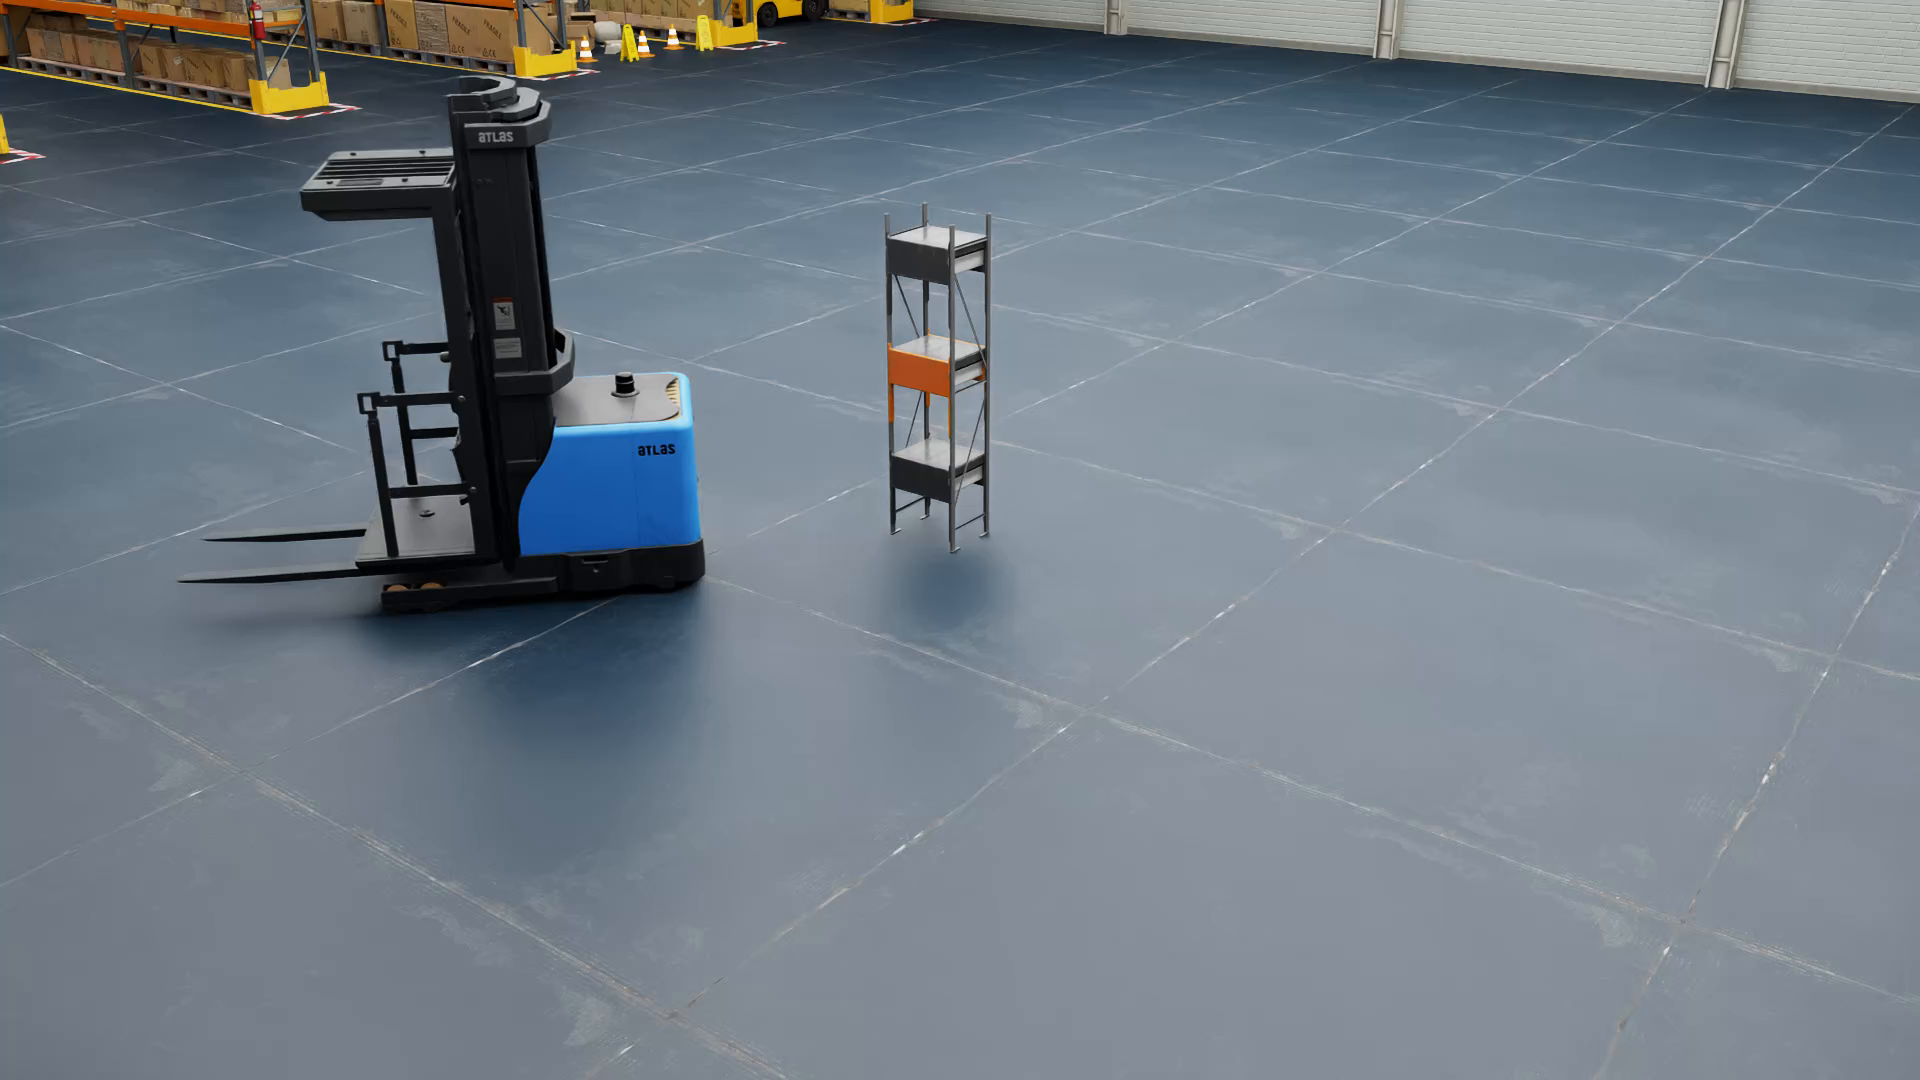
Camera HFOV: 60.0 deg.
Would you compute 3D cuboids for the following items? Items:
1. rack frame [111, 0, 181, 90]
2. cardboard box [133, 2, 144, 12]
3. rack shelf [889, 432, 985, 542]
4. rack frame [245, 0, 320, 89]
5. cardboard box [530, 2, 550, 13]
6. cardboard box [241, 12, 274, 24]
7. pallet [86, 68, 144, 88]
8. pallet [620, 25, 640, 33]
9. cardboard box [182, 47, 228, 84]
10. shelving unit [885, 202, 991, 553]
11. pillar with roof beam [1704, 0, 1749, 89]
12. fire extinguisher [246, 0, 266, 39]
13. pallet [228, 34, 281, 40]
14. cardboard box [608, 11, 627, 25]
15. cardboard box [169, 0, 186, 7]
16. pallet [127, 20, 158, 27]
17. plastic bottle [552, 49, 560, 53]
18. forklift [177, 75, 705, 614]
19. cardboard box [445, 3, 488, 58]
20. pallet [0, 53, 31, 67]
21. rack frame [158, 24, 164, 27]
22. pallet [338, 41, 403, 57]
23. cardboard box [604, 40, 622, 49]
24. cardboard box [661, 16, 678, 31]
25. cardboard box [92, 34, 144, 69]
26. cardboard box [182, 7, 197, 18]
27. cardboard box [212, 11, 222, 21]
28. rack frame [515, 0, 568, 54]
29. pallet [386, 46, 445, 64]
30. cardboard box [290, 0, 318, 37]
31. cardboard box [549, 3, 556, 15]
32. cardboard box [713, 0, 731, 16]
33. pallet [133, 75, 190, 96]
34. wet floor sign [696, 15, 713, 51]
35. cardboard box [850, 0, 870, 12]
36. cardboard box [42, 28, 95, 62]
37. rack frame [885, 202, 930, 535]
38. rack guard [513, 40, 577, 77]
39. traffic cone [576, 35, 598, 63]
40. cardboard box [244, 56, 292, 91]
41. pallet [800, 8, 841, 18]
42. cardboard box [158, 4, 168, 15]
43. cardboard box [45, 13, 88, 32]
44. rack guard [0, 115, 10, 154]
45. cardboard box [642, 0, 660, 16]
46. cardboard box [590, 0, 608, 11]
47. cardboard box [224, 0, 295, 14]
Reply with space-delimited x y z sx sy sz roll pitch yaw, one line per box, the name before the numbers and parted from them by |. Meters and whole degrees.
rack frame | -13.647 -9.110 27.705 0.127 3.000 1.000 17 29 33
cardboard box | -13.247 -8.729 27.154 0.250 0.149 0.380 17 29 33
rack shelf | -0.132 -0.348 10.705 0.480 0.518 0.431 17 29 33
rack frame | -10.446 -8.142 25.510 0.127 3.000 1.000 17 29 33
cardboard box | -8.747 -10.928 33.993 0.500 0.500 0.500 17 29 33
cardboard box | -10.798 -8.030 25.566 0.250 0.149 0.380 17 29 33
pallet | -14.271 -8.021 28.694 1.213 0.211 1.003 17 29 33
pallet | -7.145 -10.880 35.181 1.213 0.211 1.003 17 29 33
cardboard box | -12.344 -7.787 27.284 0.500 0.500 0.500 14 27 29
shelving unit | -0.132 -1.001 10.418 0.503 2.100 0.431 17 29 33
pillar with roof beam | 10.276 -10.405 23.204 0.400 9.000 9.100 17 29 33
fire extinguisher | -10.631 -7.931 25.125 0.183 0.674 0.296 17 29 33
pallet | -14.417 -10.566 34.469 1.213 0.211 1.003 17 29 33
cardboard box | -6.959 -10.886 34.625 0.500 0.250 0.500 19 30 36
cardboard box | -12.109 -8.808 26.527 0.500 0.500 0.875 17 29 33
pallet | -17.552 -11.495 36.577 1.213 0.211 1.003 17 29 33
plastic bottle | -7.742 -9.418 32.049 0.283 0.061 0.133 7 25 15
forklift | -3.115 -1.137 9.696 3.031 2.935 1.130 -4 24 -9
cardboard box | -8.678 -9.293 30.235 0.875 0.875 0.875 16 29 32
pallet | -17.434 -9.016 30.951 1.213 0.211 1.003 17 29 33
rack frame | -16.993 -12.620 35.672 0.127 3.000 1.000 17 29 33
pallet | -11.254 -9.572 32.212 1.213 0.211 1.003 17 29 33
cardboard box | -6.763 -9.700 32.581 0.380 0.149 0.250 -10 26 -21
cardboard box | -5.721 -10.510 33.773 0.500 0.250 0.500 17 29 33
cardboard box | -14.496 -8.444 28.749 0.500 0.500 0.700 17 29 33
cardboard box | -12.061 -8.359 26.312 0.250 0.149 0.380 17 29 33
cardboard box | -11.420 -8.200 25.951 0.250 0.149 0.380 17 29 33
rack frame | -7.391 -9.718 29.086 0.127 3.000 1.000 17 29 33
pallet | -10.030 -9.200 31.369 1.213 0.211 1.003 17 29 33
cardboard box | -12.657 -10.429 32.968 0.750 0.750 1.050 17 29 34
cardboard box | -8.702 -11.595 36.085 0.625 0.372 0.950 19 30 36
cardboard box | -5.002 -10.907 33.743 0.500 0.500 0.500 16 28 32
pallet | -13.088 -7.683 27.925 1.213 0.211 1.003 17 29 33
wet floor sign | -4.993 -9.871 32.353 0.267 0.644 0.232 -15 28 -30
cardboard box | -2.094 -11.888 36.900 0.500 0.250 0.500 17 29 34
cardboard box | -15.848 -8.849 29.668 0.500 0.500 0.700 14 27 29
rack frame | -0.328 -1.060 10.551 0.015 2.100 0.400 17 29 33
rack guard | -7.371 -8.569 29.577 0.348 0.500 1.175 17 29 33
traffic cone | -6.964 -9.144 30.929 0.334 0.463 0.336 17 29 33
cardboard box | -10.936 -7.347 26.284 0.500 0.500 0.500 -20 31 -38
pallet | -3.138 -12.133 38.025 1.213 0.211 1.003 17 29 33
cardboard box | -12.640 -8.551 26.749 0.250 0.149 0.380 17 29 33
cardboard box | -15.863 -9.200 29.535 0.500 0.250 0.500 21 31 39
rack guard | -13.506 -5.404 22.394 0.348 0.500 1.175 17 29 33
cardboard box | -6.120 -10.976 33.900 0.500 0.500 0.500 16 28 32
cardboard box | -7.393 -11.354 34.759 0.500 0.500 0.500 18 30 36
cardboard box | -10.870 -8.466 25.752 0.500 0.500 0.875 17 29 33
